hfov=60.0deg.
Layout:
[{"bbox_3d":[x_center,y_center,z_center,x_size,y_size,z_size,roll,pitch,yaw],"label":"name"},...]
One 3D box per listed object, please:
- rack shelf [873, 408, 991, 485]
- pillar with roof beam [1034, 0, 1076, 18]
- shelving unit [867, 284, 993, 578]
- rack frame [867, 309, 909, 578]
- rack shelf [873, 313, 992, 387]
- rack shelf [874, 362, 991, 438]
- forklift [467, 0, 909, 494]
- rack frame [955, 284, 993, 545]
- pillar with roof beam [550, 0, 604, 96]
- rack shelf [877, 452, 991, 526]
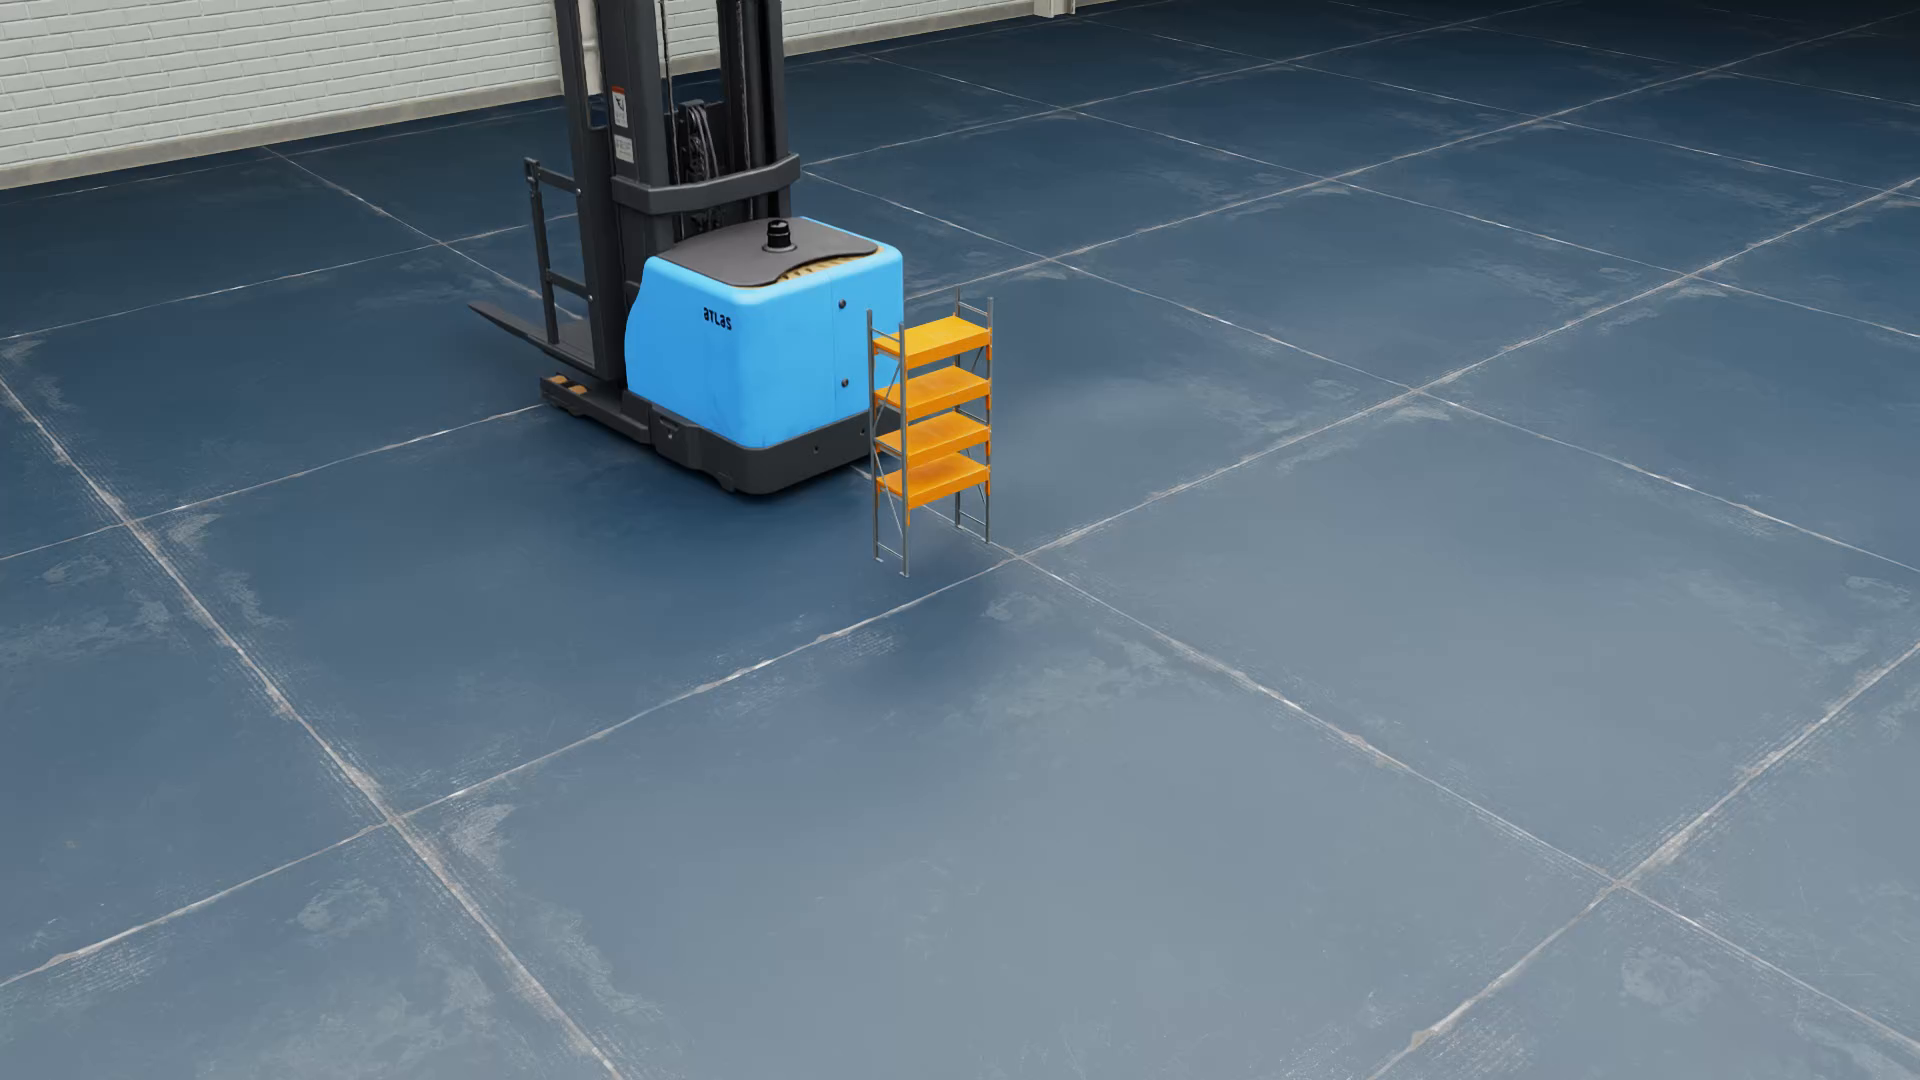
[{"bbox_3d":[-0.126,-0.419,7.404,0.480,0.148,0.258,-22,35,-35],"label":"rack shelf"},{"bbox_3d":[3.865,-8.440,13.996,0.400,9.000,9.100,-22,35,-35],"label":"pillar with roof beam"},{"bbox_3d":[-0.126,-0.479,7.372,0.503,1.200,0.258,-22,35,-35],"label":"shelving unit"},{"bbox_3d":[-0.312,-0.404,7.233,0.015,1.200,0.240,-22,35,-35],"label":"rack frame"},{"bbox_3d":[-0.126,-0.825,7.187,0.480,0.148,0.258,-22,35,-35],"label":"rack shelf"},{"bbox_3d":[-0.126,-0.616,7.299,0.480,0.148,0.258,-22,35,-35],"label":"rack shelf"},{"bbox_3d":[-1.653,-2.111,8.591,1.130,2.935,3.031,-25,37,-38],"label":"forklift"},{"bbox_3d":[0.060,-0.553,7.512,0.015,1.200,0.240,-22,35,-35],"label":"rack frame"},{"bbox_3d":[-0.700,-6.605,10.562,0.400,9.000,9.100,-22,35,-35],"label":"pillar with roof beam"},{"bbox_3d":[-0.126,-0.244,7.498,0.480,0.148,0.258,-22,35,-35],"label":"rack shelf"}]
